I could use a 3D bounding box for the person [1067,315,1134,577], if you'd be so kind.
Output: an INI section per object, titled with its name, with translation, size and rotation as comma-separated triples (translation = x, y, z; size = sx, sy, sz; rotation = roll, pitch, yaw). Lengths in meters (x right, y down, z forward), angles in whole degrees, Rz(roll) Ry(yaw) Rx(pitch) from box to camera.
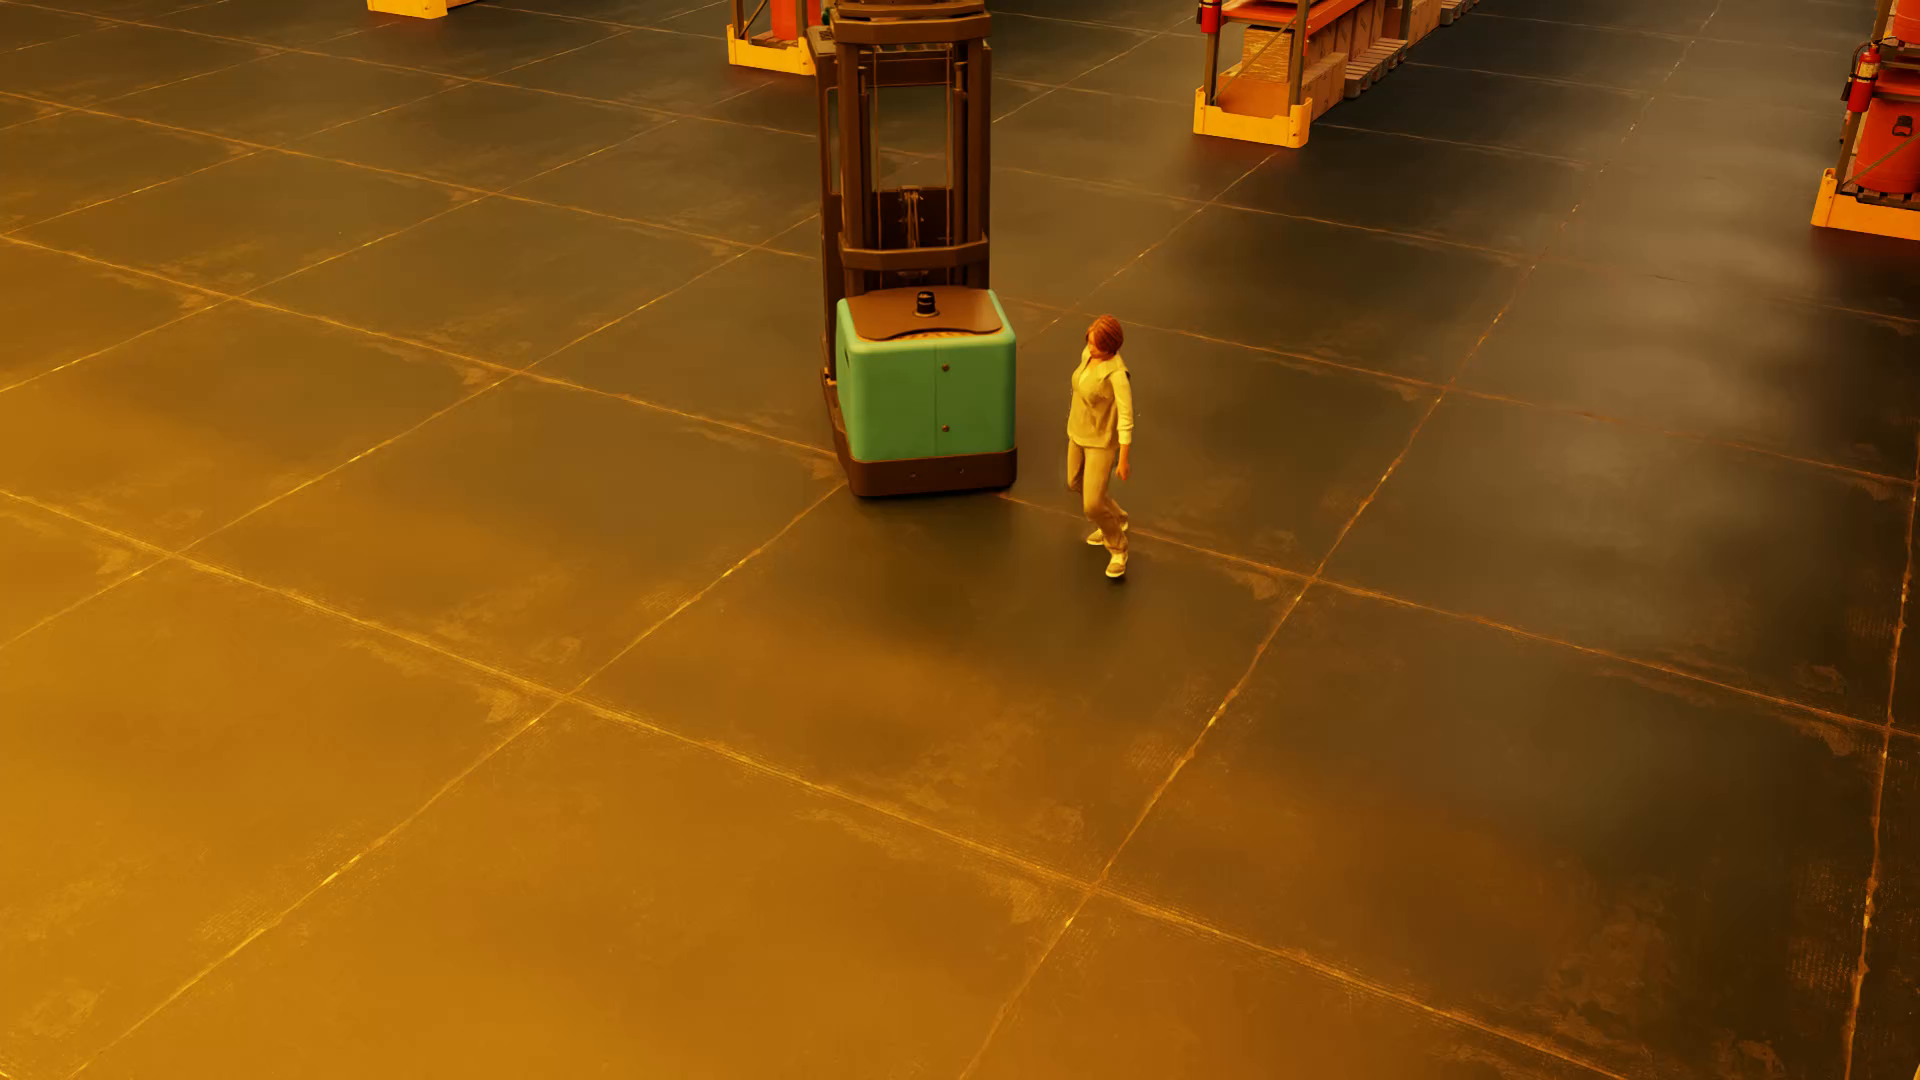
[person]
translation = 0.834, -0.596, 9.498
size = 0.450, 1.550, 0.747
rotation = -10, 31, -16

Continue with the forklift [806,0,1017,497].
[forklift]
translation = -0.391, -2.258, 10.983
size = 1.130, 2.935, 3.031
rotation = -5, 30, -8
